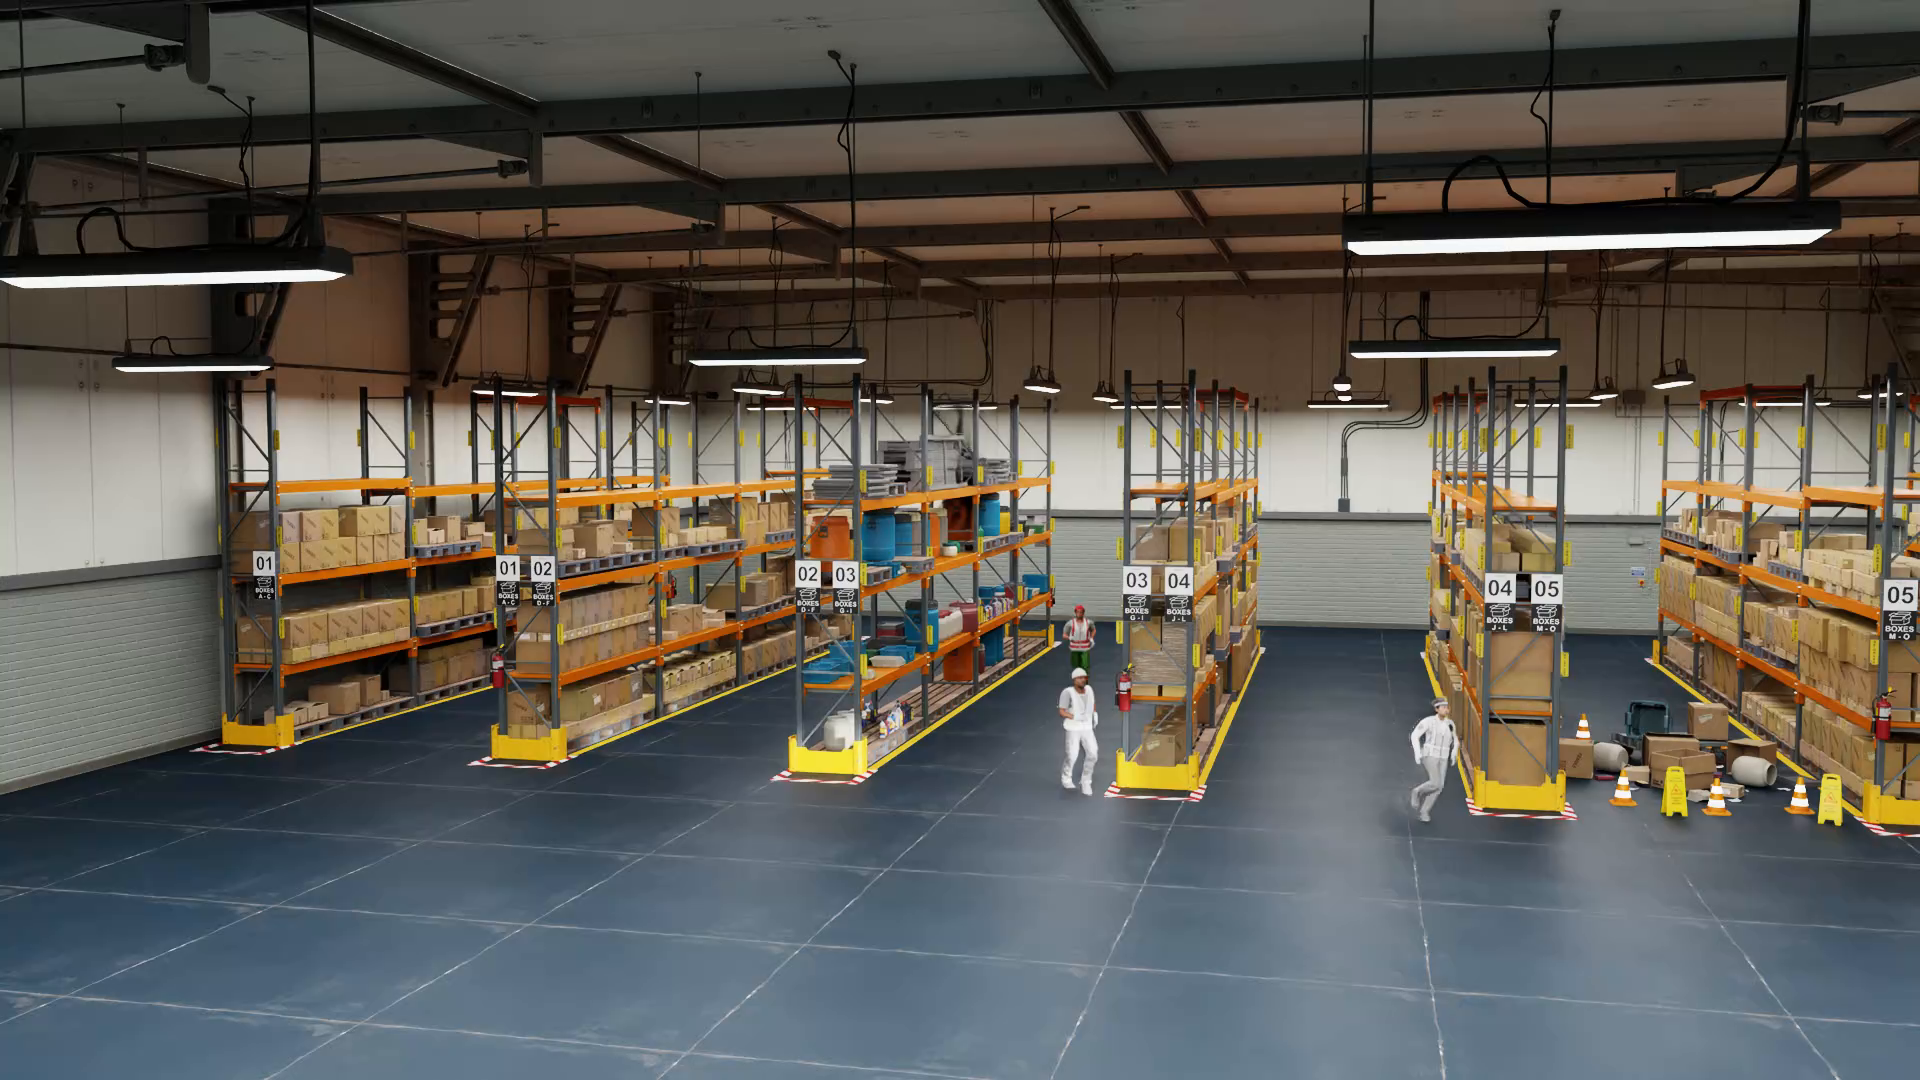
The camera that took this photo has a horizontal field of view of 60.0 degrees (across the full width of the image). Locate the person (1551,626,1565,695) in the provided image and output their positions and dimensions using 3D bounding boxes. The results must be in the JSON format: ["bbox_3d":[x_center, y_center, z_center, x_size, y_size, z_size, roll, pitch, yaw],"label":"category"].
[{"bbox_3d":[11.344,2.175,32.015,0.635,1.804,0.907,1,3,9],"label":"person"}]

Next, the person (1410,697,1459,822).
[{"bbox_3d":[6.314,2.874,21.935,0.640,1.619,0.506,-1,4,-13],"label":"person"}]

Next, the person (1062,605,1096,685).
[{"bbox_3d":[2.315,2.142,32.239,0.657,1.776,0.968,0,3,1],"label":"person"}]

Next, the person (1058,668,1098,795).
[{"bbox_3d":[1.706,2.720,23.516,0.701,1.838,0.737,-2,4,-25],"label":"person"}]
